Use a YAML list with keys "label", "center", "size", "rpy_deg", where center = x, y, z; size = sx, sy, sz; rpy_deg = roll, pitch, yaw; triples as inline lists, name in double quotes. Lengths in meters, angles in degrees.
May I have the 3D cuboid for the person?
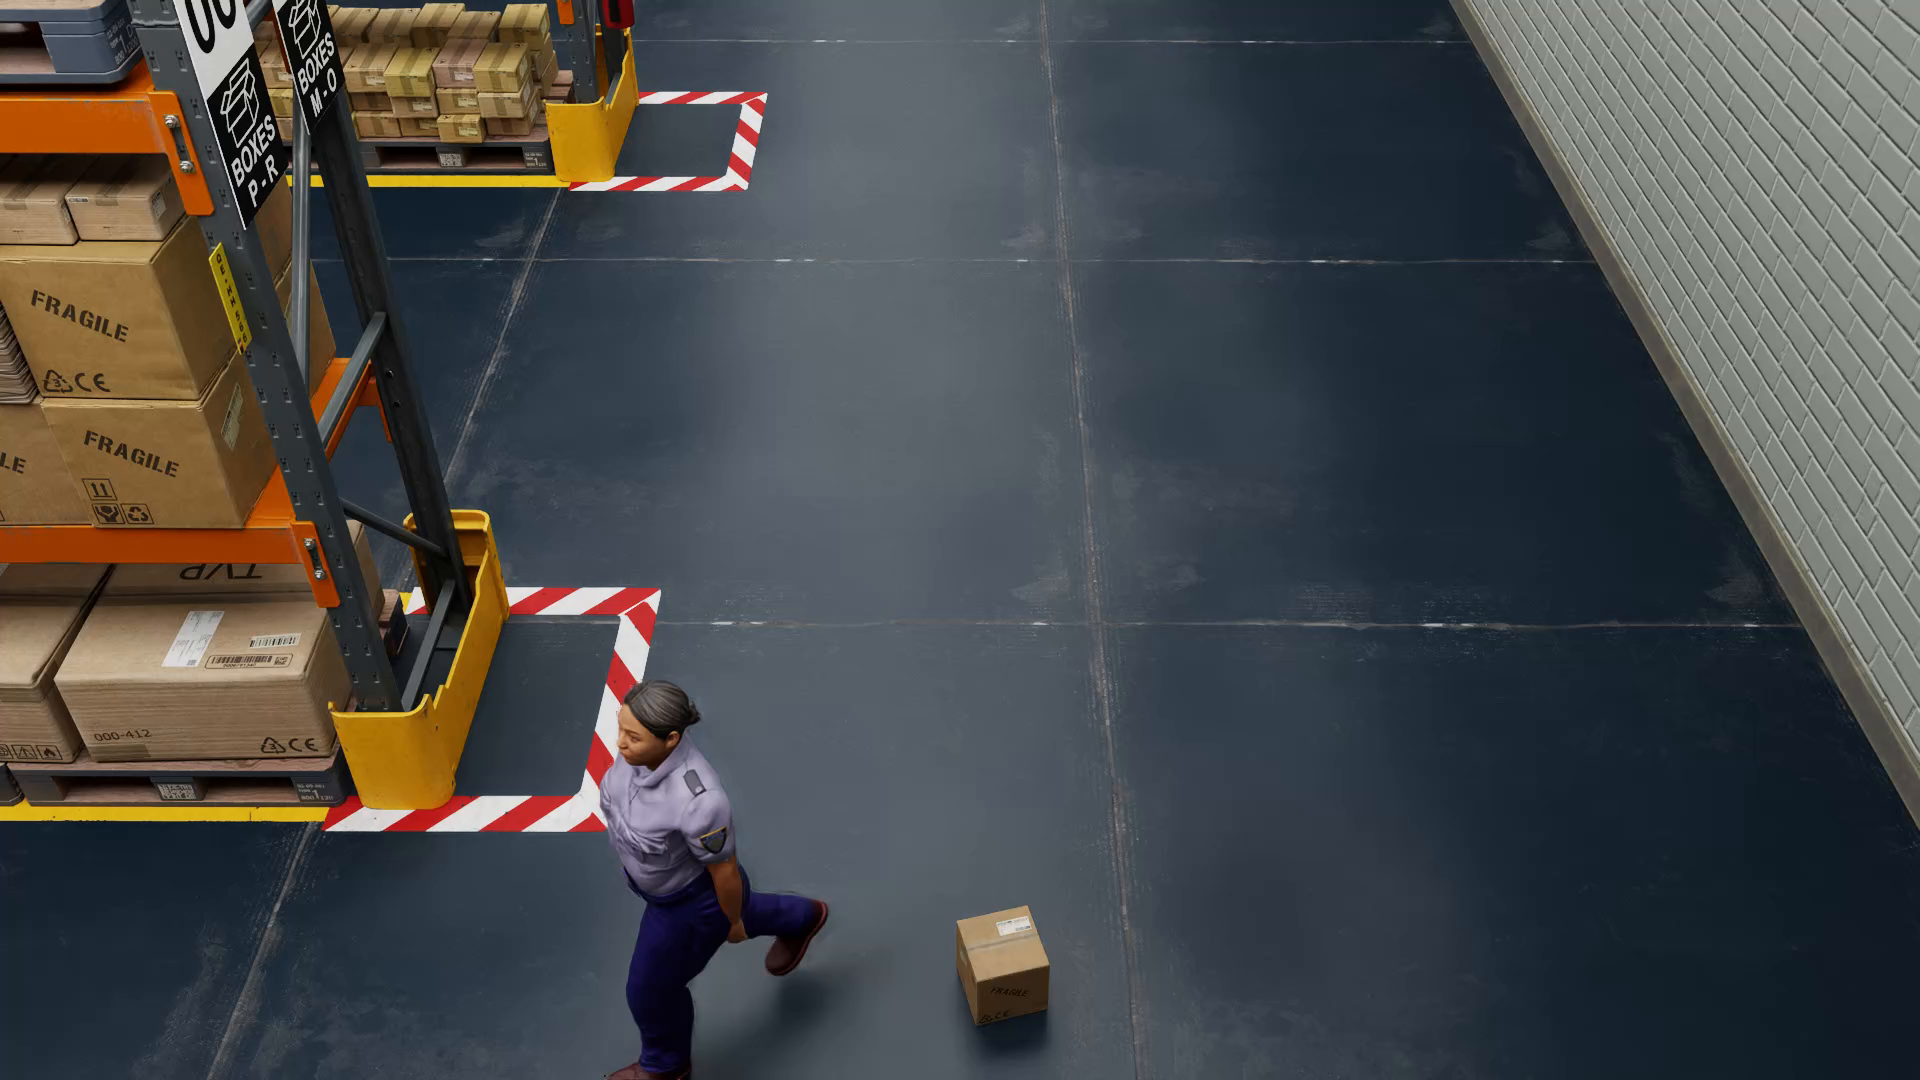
- label: "person"
  center: [-0.779, 0.990, 4.971]
  size: [0.886, 1.609, 0.472]
  rpy_deg: [-19, 44, -22]
